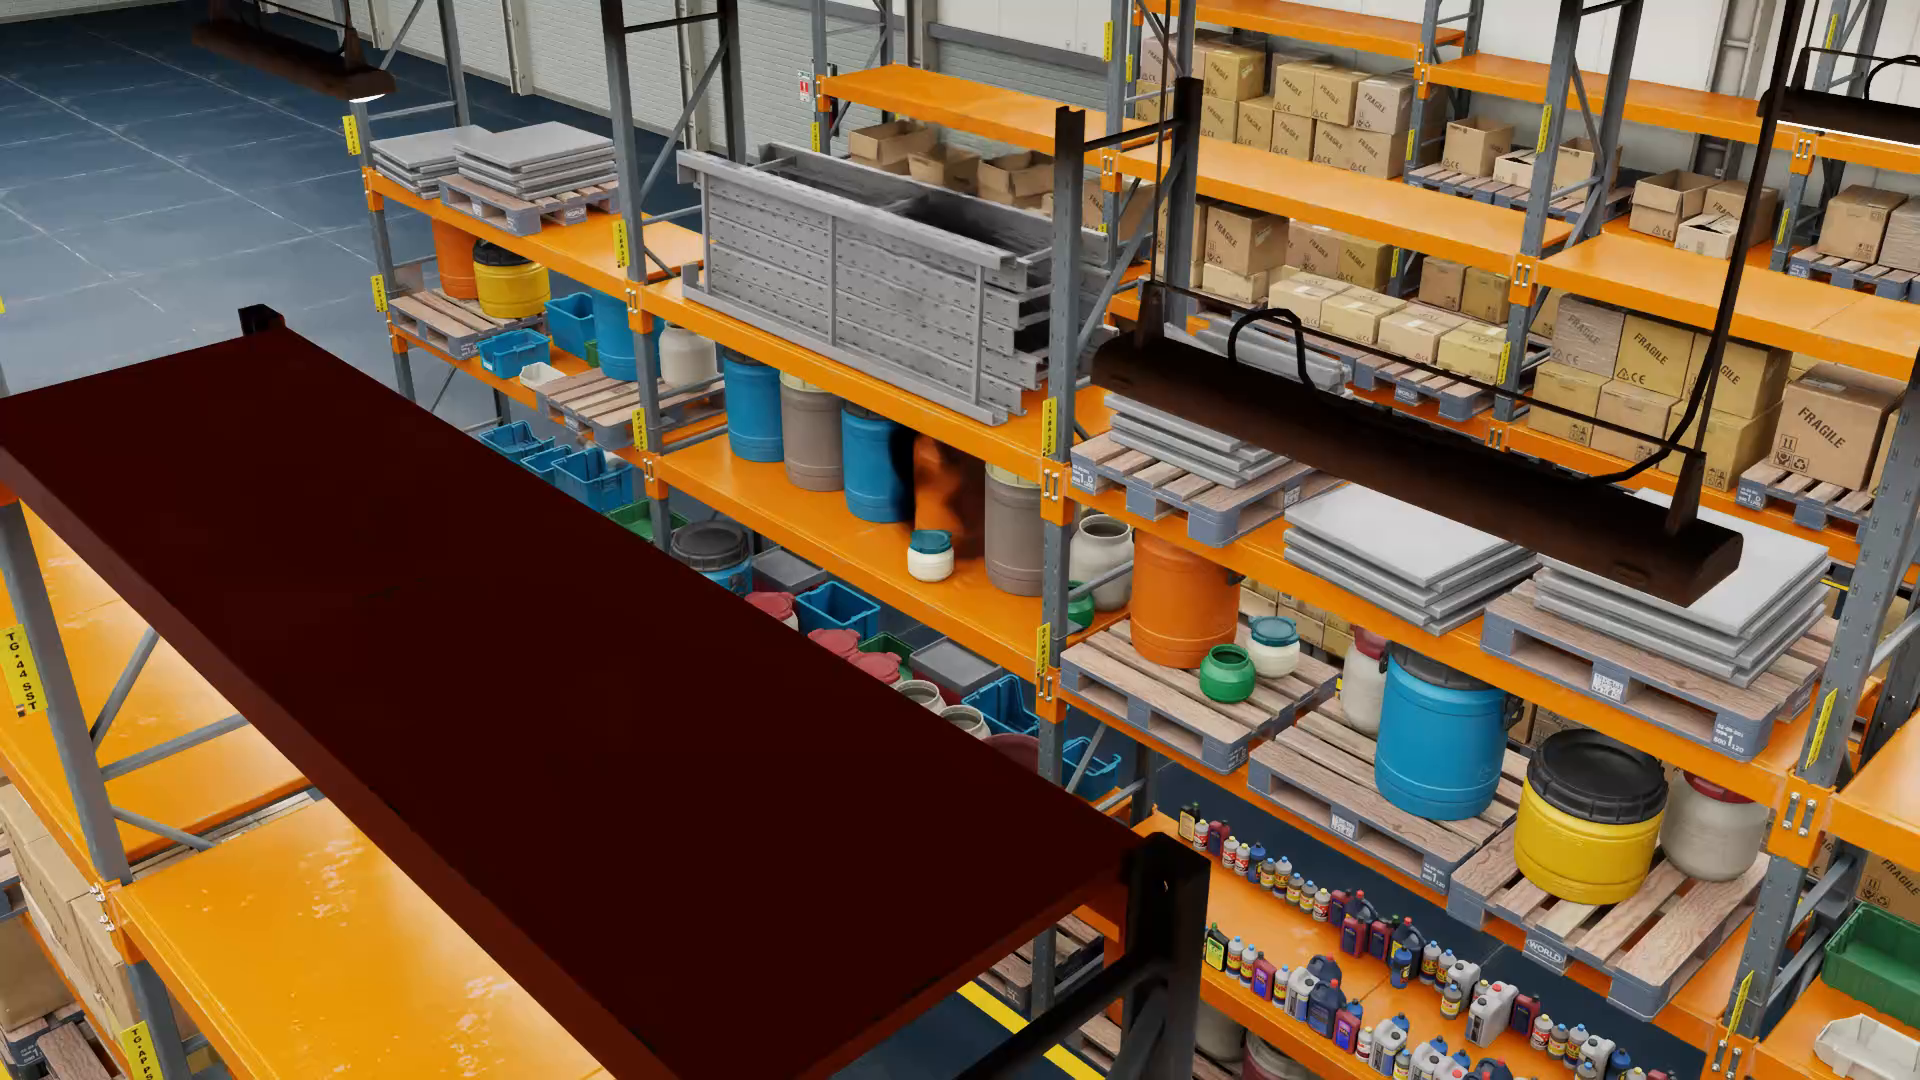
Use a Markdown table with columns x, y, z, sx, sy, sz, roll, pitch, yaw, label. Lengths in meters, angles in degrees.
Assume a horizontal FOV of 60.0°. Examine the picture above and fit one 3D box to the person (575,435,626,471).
| x | y | z | sx | sy | sz | roll | pitch | yaw | label |
| --- | --- | --- | --- | --- | --- | --- | --- | --- | --- |
| -3.503 | -0.819 | 16.543 | 0.712 | 1.810 | 0.631 | 20 | 34 | 33 | person |
